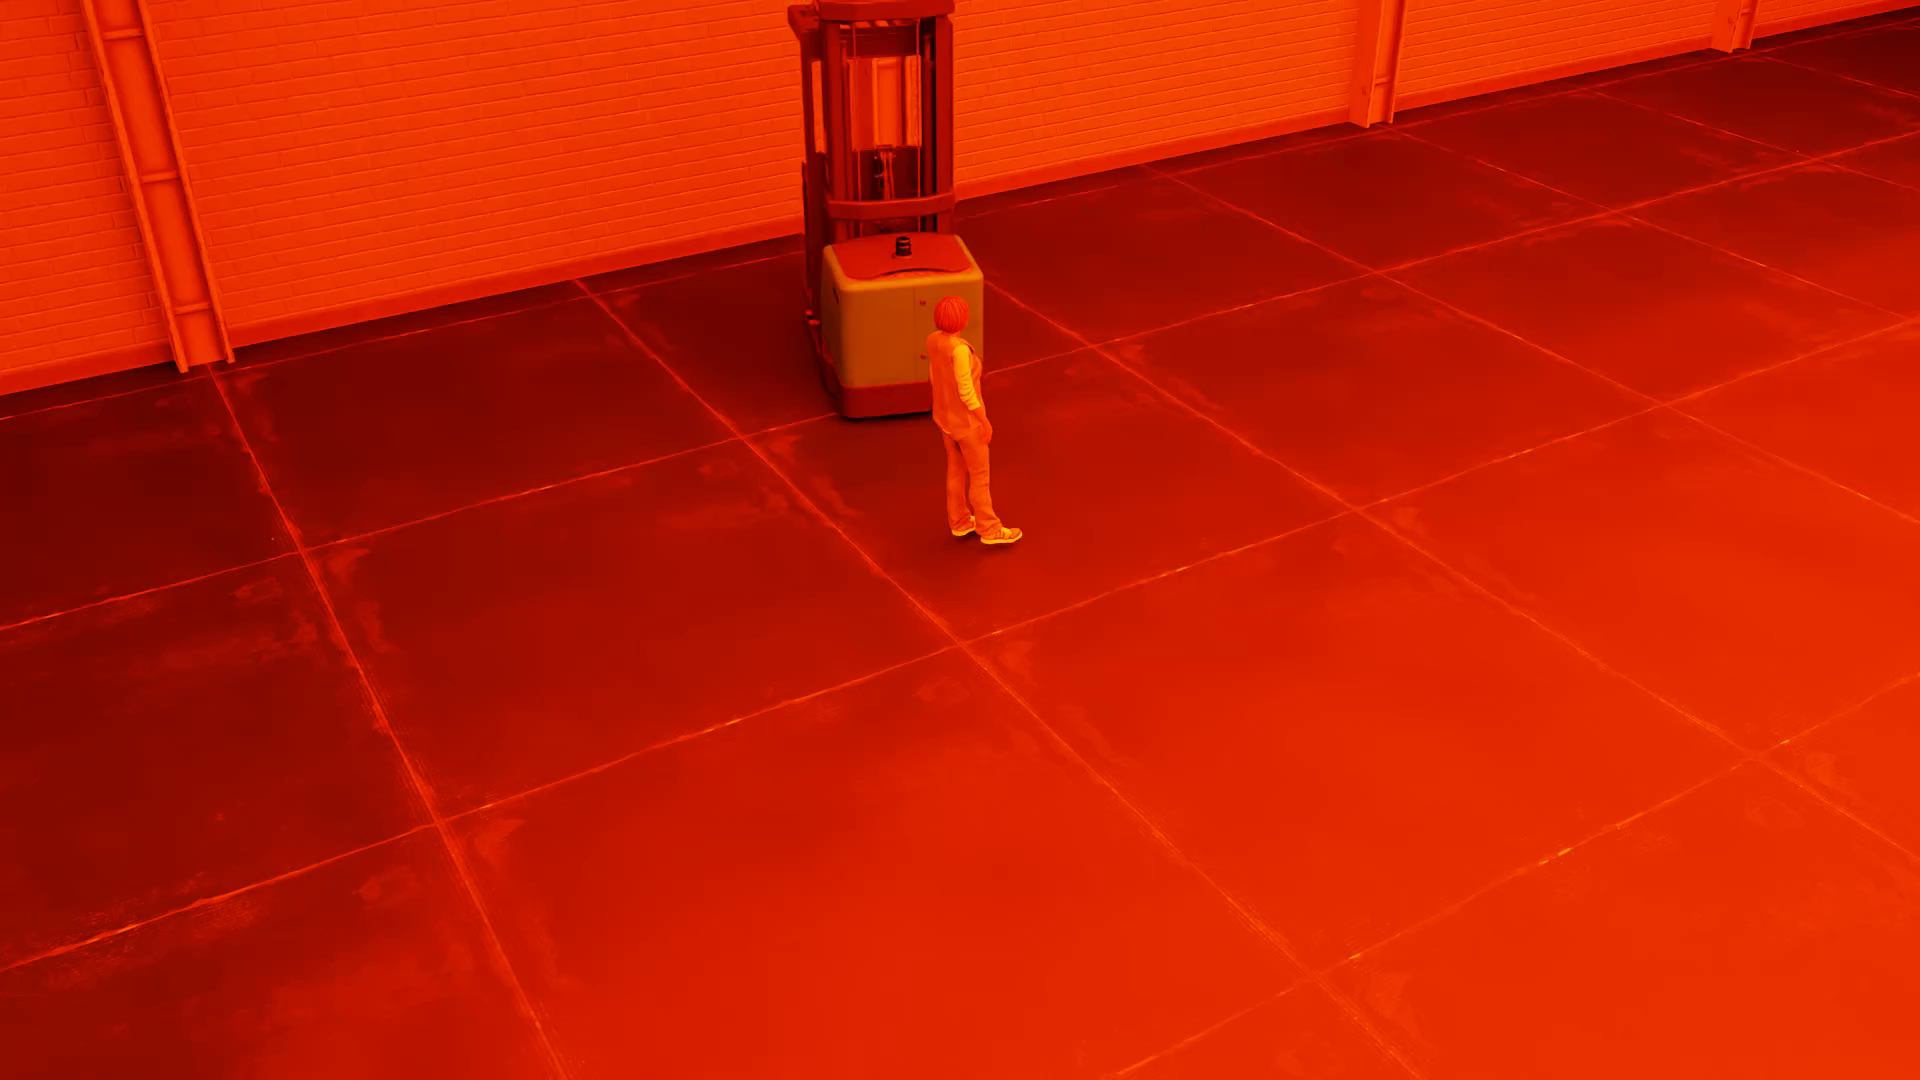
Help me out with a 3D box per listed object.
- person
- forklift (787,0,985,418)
[{"bbox_3d":[0.071,-0.740,10.088,0.472,1.599,0.520,-17,35,-26],"label":"person"},{"bbox_3d":[-0.643,-2.867,12.435,1.130,2.935,3.031,-7,32,-11],"label":"forklift"}]
